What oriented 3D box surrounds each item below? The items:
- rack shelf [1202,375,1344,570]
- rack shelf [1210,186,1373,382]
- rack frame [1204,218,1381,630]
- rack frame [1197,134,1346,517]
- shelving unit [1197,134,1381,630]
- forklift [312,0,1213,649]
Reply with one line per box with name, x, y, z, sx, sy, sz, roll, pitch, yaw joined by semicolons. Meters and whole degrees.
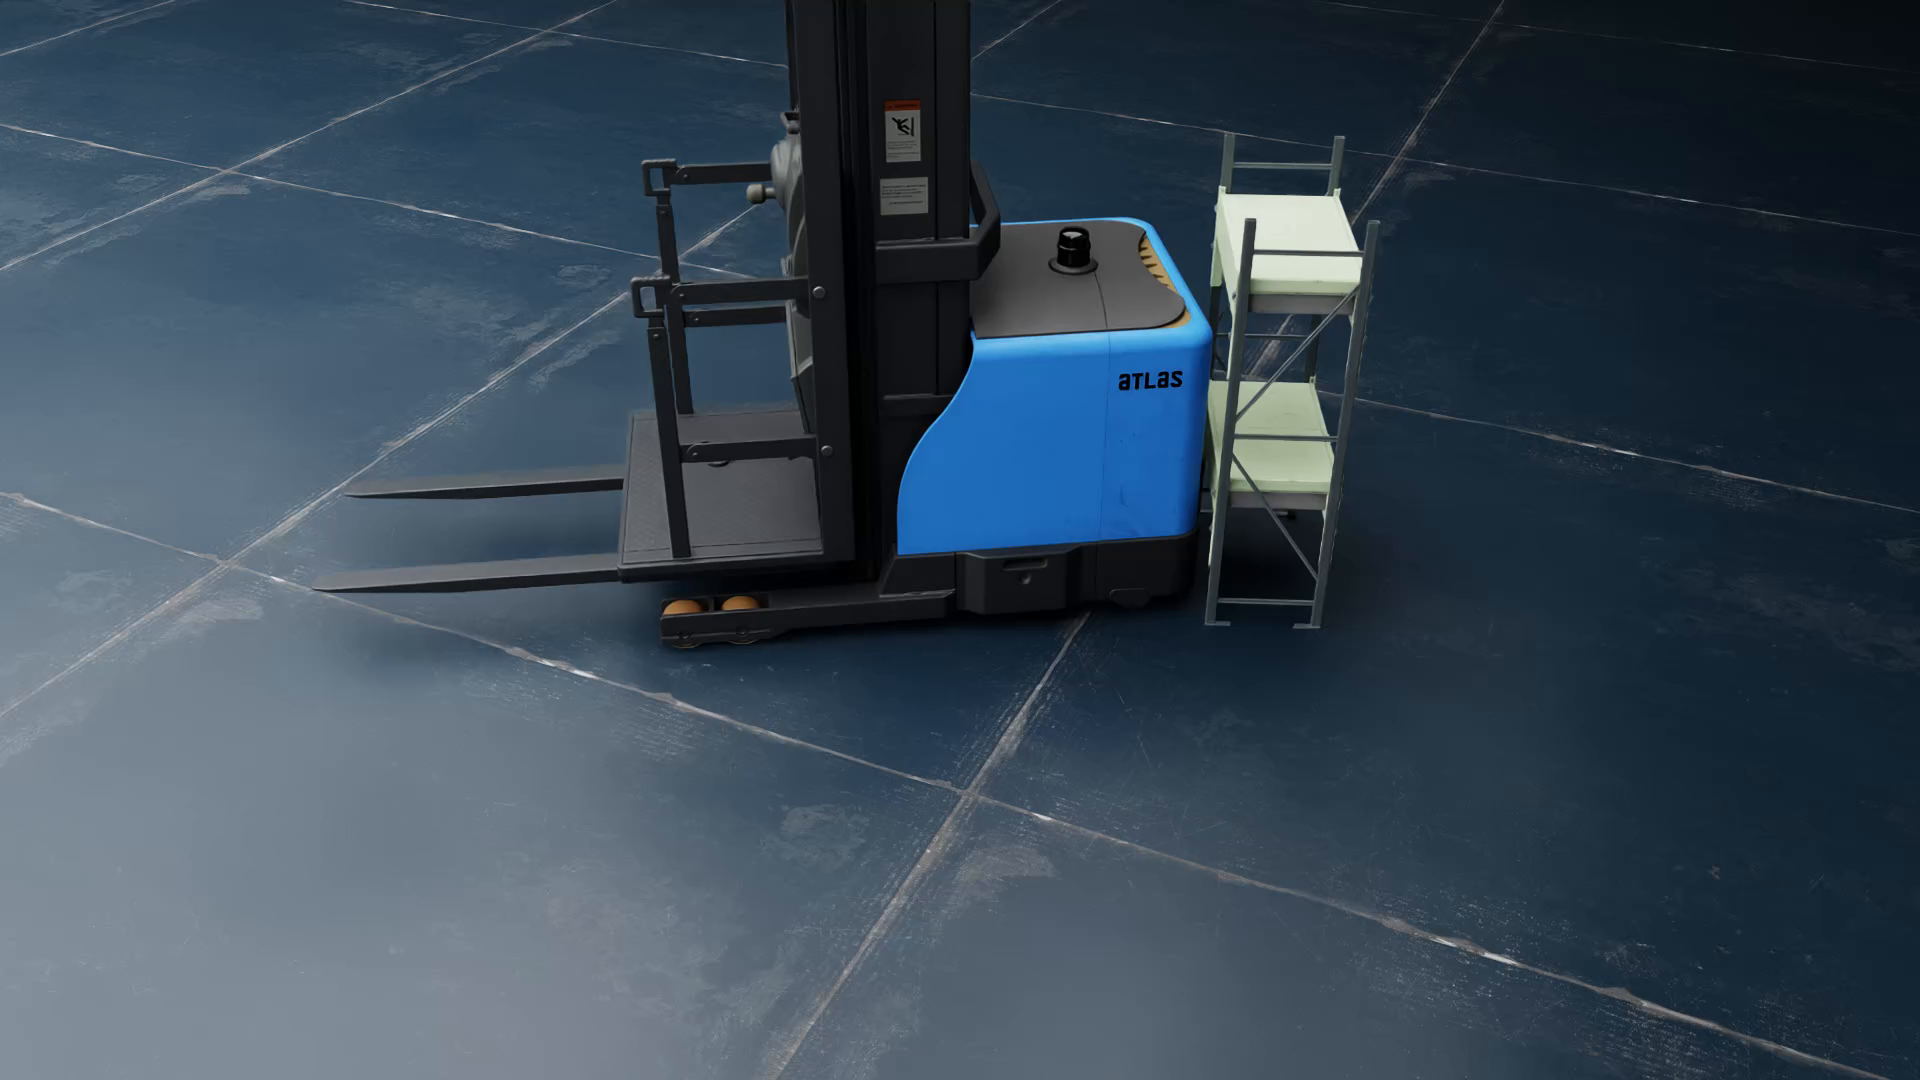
rack shelf;1.072;-0.255;5.865;0.431;0.370;0.720;2;33;2
rack shelf;1.072;-0.854;5.473;0.431;0.370;0.720;2;33;2
rack frame;1.053;-0.327;5.381;0.400;1.500;0.023;2;33;2
rack frame;1.091;-0.728;5.992;0.400;1.500;0.023;2;33;2
shelving unit;1.072;-0.528;5.687;0.431;1.500;0.755;2;33;2
forklift;-0.722;-1.161;5.347;3.031;2.935;1.130;-4;33;-6
